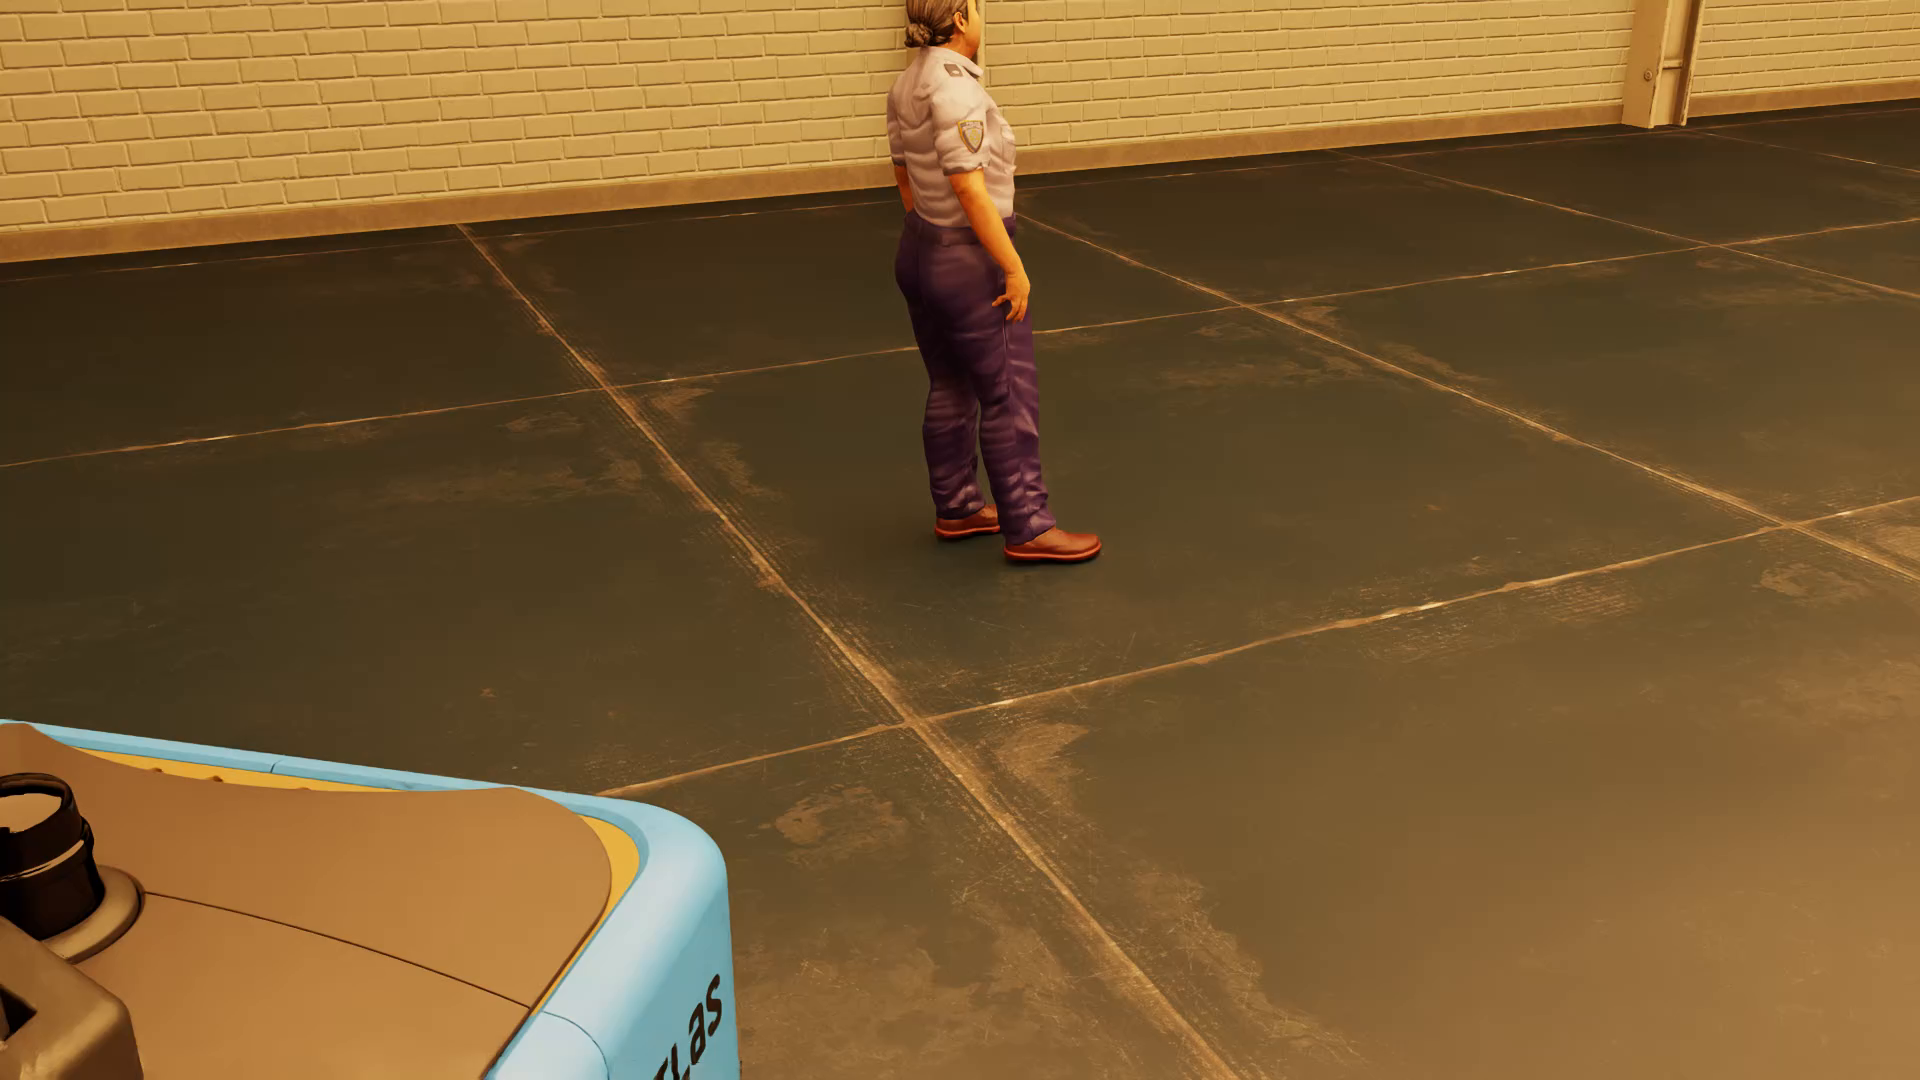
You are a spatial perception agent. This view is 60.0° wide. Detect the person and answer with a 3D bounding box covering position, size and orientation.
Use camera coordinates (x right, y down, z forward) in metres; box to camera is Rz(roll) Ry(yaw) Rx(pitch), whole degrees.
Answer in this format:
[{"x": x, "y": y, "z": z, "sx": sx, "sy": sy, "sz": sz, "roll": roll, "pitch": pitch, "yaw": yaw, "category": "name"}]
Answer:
[{"x": 0.091, "y": -0.769, "z": 4.806, "sx": 0.503, "sy": 1.637, "sz": 0.598, "roll": -10, "pitch": 25, "yaw": -23, "category": "person"}]
